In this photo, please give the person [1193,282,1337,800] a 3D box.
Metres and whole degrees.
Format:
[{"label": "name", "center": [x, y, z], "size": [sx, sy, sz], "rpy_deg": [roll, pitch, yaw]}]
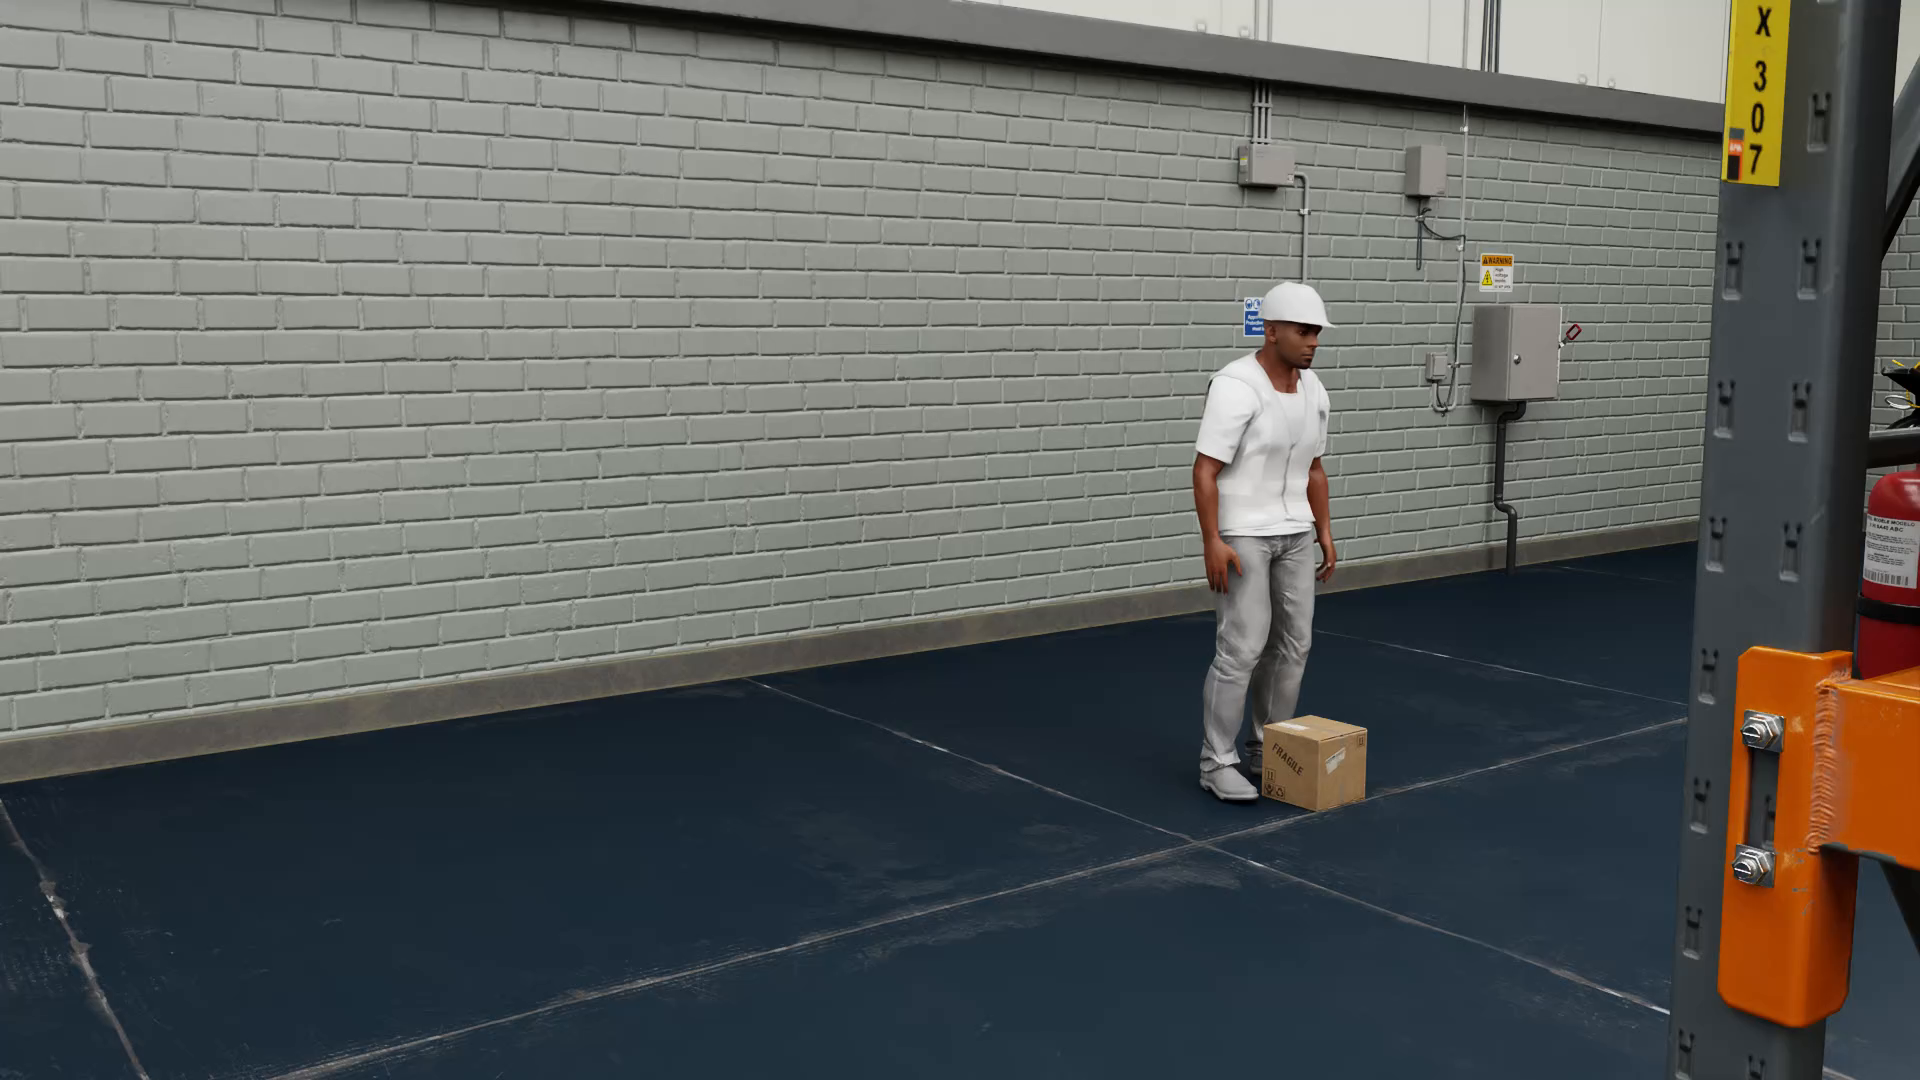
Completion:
[{"label": "person", "center": [1.073, -0.005, 5.780], "size": [0.627, 1.757, 0.459], "rpy_deg": [-6, 10, -36]}]
